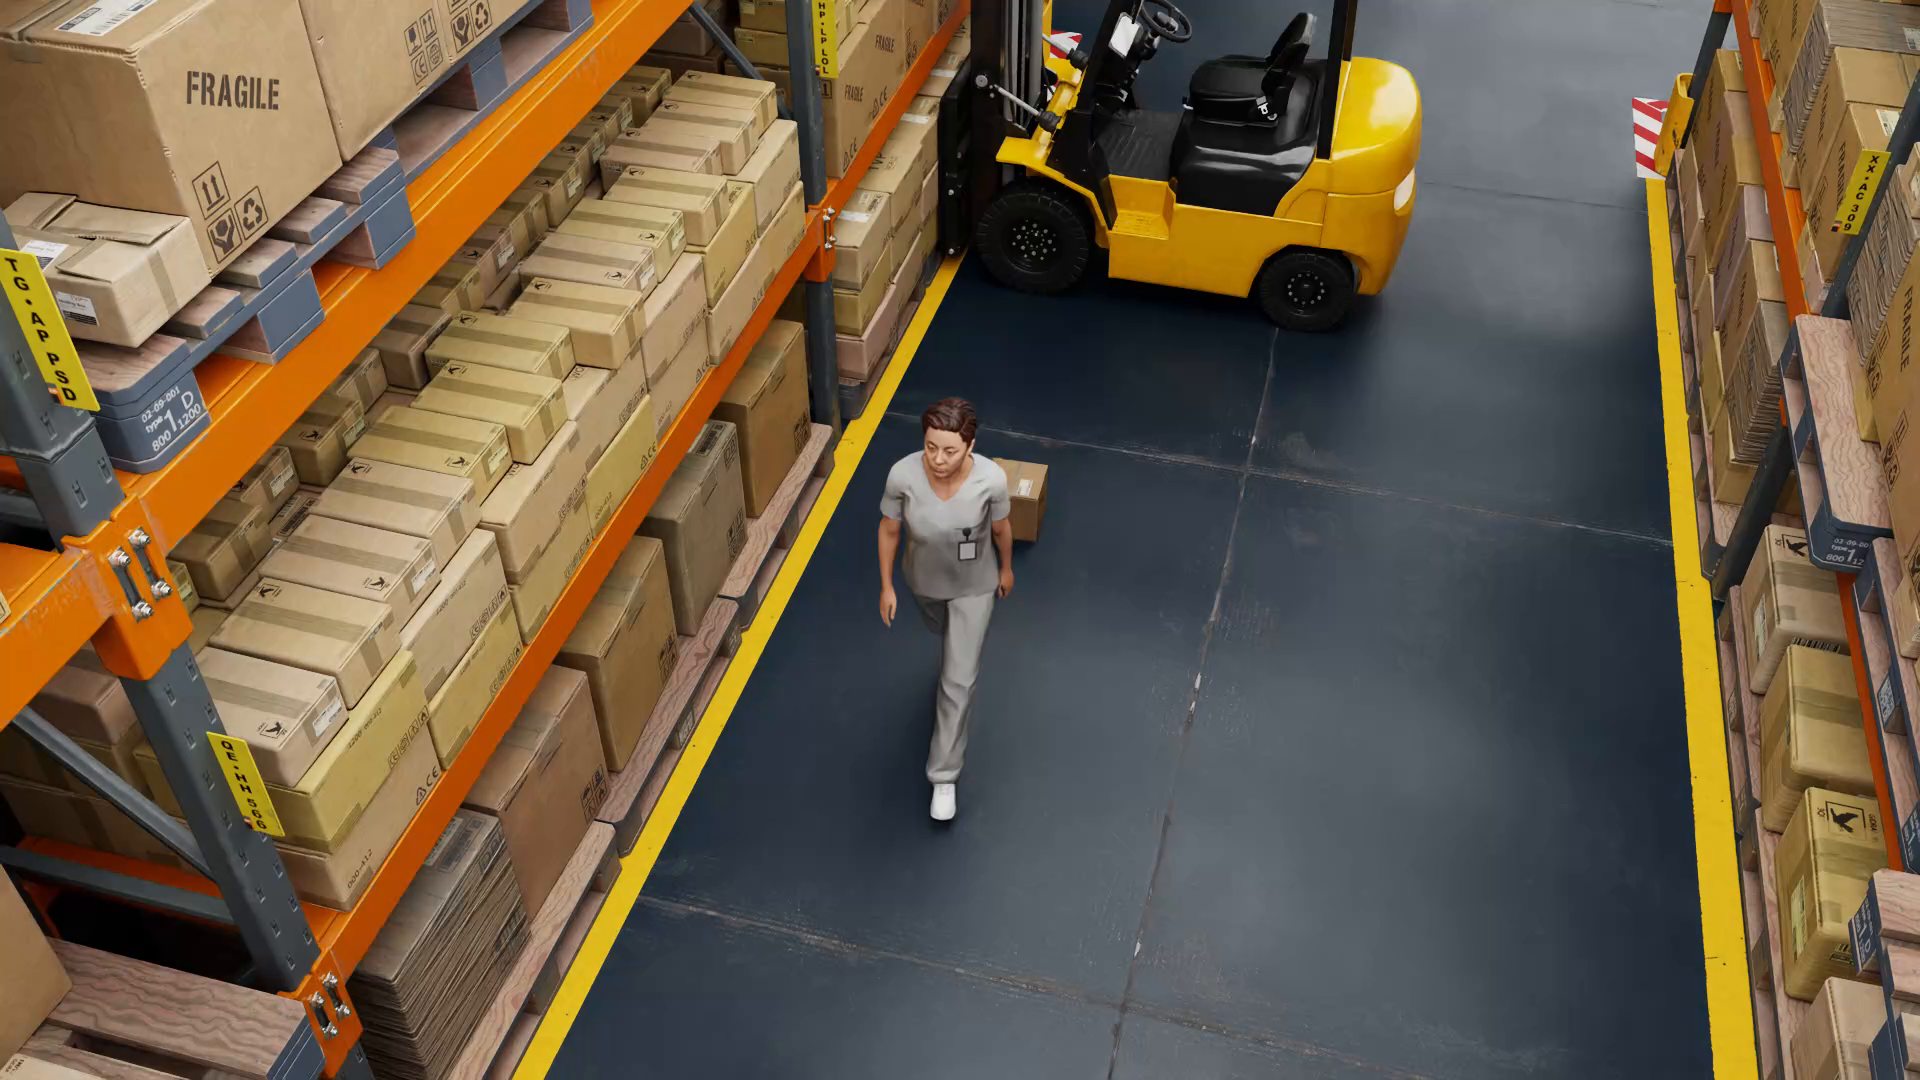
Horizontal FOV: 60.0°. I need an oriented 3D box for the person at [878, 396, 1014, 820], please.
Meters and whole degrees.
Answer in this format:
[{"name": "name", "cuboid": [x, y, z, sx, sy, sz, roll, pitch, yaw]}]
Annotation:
[{"name": "person", "cuboid": [-0.048, 0.123, 6.035, 0.461, 1.619, 1.047, 9, 42, 10]}]
